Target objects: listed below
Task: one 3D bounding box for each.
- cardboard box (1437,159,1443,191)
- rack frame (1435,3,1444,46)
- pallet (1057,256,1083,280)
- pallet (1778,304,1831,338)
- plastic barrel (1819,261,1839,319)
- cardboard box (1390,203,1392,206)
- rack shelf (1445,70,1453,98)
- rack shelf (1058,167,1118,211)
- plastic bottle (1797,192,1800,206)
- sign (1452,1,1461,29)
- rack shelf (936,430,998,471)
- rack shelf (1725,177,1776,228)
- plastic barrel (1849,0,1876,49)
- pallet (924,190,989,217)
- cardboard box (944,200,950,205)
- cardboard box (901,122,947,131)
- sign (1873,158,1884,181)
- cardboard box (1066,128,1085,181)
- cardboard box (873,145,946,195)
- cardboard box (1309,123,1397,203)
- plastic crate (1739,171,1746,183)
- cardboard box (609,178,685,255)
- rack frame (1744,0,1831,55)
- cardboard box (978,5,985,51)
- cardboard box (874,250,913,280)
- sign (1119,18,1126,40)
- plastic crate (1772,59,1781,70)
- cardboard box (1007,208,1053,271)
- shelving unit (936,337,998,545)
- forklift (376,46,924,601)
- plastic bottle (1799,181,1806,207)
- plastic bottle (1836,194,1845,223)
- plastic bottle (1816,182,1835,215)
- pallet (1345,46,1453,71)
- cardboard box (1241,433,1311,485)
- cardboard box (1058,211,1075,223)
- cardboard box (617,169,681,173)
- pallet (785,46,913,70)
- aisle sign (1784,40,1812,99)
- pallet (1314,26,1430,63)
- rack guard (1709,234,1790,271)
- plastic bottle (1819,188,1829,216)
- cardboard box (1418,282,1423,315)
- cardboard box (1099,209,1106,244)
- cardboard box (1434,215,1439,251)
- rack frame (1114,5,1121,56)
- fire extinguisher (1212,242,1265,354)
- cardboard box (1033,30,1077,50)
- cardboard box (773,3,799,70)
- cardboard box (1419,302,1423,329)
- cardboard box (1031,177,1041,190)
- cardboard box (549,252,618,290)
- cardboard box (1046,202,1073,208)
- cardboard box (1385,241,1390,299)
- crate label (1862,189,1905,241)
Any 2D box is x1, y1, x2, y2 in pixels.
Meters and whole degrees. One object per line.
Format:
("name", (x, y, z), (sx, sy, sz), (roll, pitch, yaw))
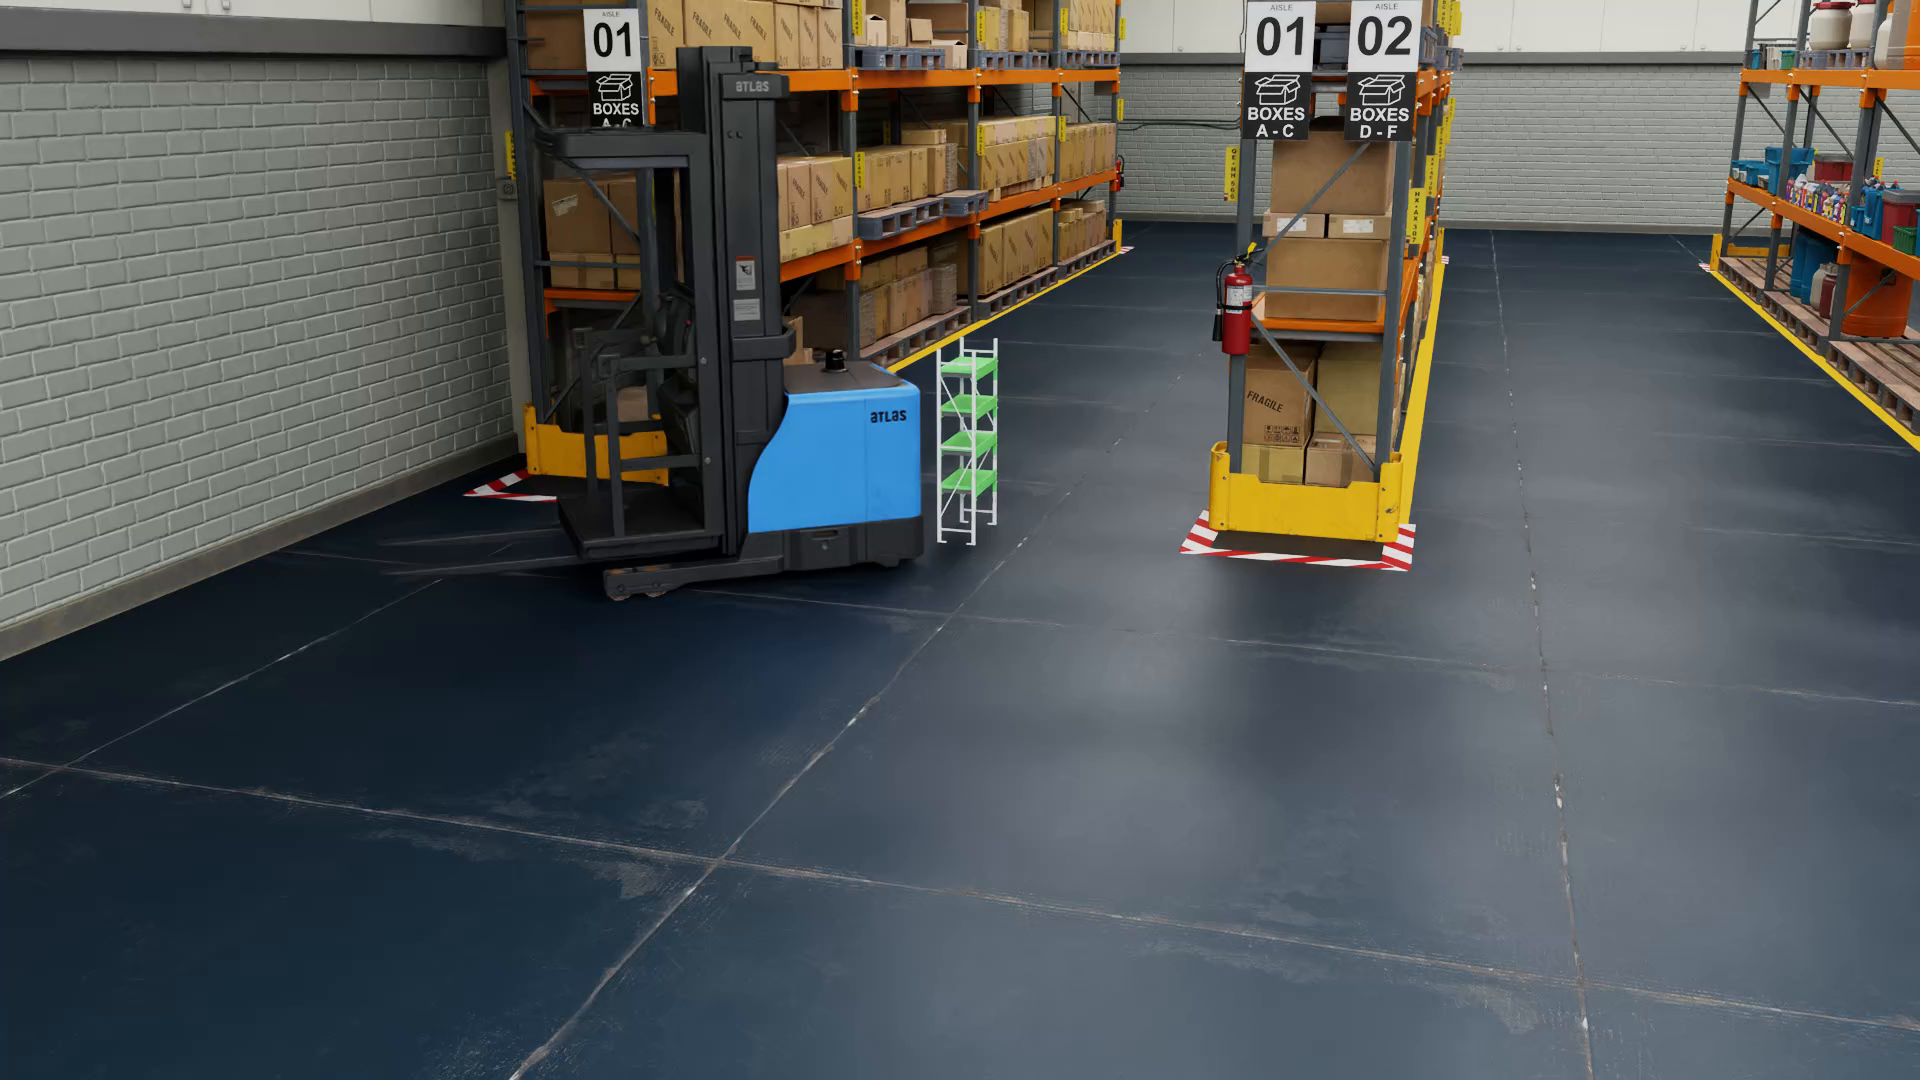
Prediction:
("cardboard box", (6.003, -4.819, 21.640), (0.500, 0.500, 0.500), (5, 17, 17))
("rack frame", (4.460, -6.499, 16.750), (1.000, 3.000, 0.127), (5, 16, 16))
("pallet", (1.137, -3.893, 23.669), (1.003, 0.211, 1.213), (5, 16, 16))
("pallet", (9.741, -2.413, 18.451), (1.003, 0.211, 1.213), (5, 16, 16))
("plastic barrel", (9.651, -2.694, 17.980), (0.600, 0.588, 0.708), (5, 16, 16))
("cardboard box", (2.723, -2.166, 11.096), (0.380, 0.149, 0.250), (4, 16, 15))
("rack shelf", (6.165, -6.279, 22.792), (1.077, 0.370, 4.000), (5, 16, 16))
("rack shelf", (1.414, -5.219, 24.552), (1.077, 0.370, 4.000), (5, 16, 16))
("plastic bottle", (9.629, -3.912, 18.988), (0.097, 0.201, 0.097), (0, 16, 0))
("sign", (6.130, -6.498, 20.576), (0.100, 0.325, 0.005), (5, 16, 16))
("rack shelf", (0.047, -0.559, 10.336), (0.258, 0.148, 0.480), (5, 16, 16))
("rack shelf", (10.913, -4.451, 21.843), (1.077, 0.370, 4.000), (5, 16, 16))
("plastic barrel", (9.567, -5.413, 17.402), (0.433, 0.535, 0.433), (0, 16, 0))
("pallet", (-0.391, -3.709, 18.259), (1.213, 0.211, 1.003), (5, 16, 16))
("cardboard box", (0.025, -3.953, 19.191), (0.380, 0.149, 0.250), (4, 16, 15))
("cardboard box", (-0.410, -4.696, 19.249), (0.500, 0.250, 0.500), (5, 17, 17))
("sign", (10.871, -4.364, 19.710), (0.100, 0.325, 0.005), (5, 16, 16))
("cardboard box", (1.229, -5.518, 23.736), (0.980, 0.700, 0.700), (4, 16, 14))
("cardboard box", (-0.548, -3.983, 17.886), (0.700, 0.500, 0.500), (3, 16, 11))
("cardboard box", (2.633, -2.597, 11.426), (0.700, 0.500, 0.500), (5, 16, 16))
("plastic crate", (10.732, -4.928, 22.581), (0.250, 0.136, 0.298), (5, 16, 16))
("cardboard box", (-2.140, -2.302, 11.814), (0.500, 0.500, 0.500), (5, 16, 16))
("rack frame", (11.481, -8.206, 22.771), (1.000, 3.000, 0.127), (5, 16, 16))
("cardboard box", (-0.108, -5.972, 19.402), (0.700, 0.500, 0.500), (4, 16, 13))
("cardboard box", (-0.809, -2.894, 17.435), (0.500, 0.250, 0.500), (5, 16, 16))
("sign", (2.499, -7.874, 25.618), (0.100, 0.325, 0.005), (5, 16, 16))
("plastic crate", (10.341, -5.952, 20.804), (0.293, 0.136, 0.466), (5, 16, 16))
("cardboard box", (0.786, -4.030, 22.210), (0.750, 0.750, 0.750), (5, 17, 17))
("shelving unit", (0.047, -0.621, 10.318), (0.258, 1.200, 0.503), (5, 16, 16))
("forklift", (-1.786, -1.239, 9.325), (3.031, 2.935, 1.130), (-6, 17, -19))
("plastic bottle", (9.579, -3.922, 18.875), (0.061, 0.283, 0.133), (5, 16, 16))
("plastic bottle", (8.979, -3.370, 16.929), (0.061, 0.283, 0.133), (5, 16, 16))
("plastic bottle", (9.324, -3.680, 17.897), (0.144, 0.351, 0.185), (5, 16, 16))
("pallet", (4.038, -4.487, 15.502), (1.003, 0.211, 1.213), (5, 17, 18))
("cardboard box", (2.055, -0.562, 11.083), (0.500, 0.250, 0.500), (5, 16, 16))
("cardboard box", (1.429, -4.617, 23.732), (0.380, 0.149, 0.250), (5, 17, 18))
("cardboard box", (-2.339, -2.607, 12.888), (0.500, 0.500, 0.500), (4, 16, 14))
("pallet", (-1.150, -4.455, 15.386), (1.213, 0.211, 1.003), (5, 16, 16))
("aisle sign", (11.783, -6.567, 23.221), (0.394, 0.787, 0.004), (5, 16, 16))
("pallet", (2.412, -3.103, 10.437), (1.003, 0.211, 1.213), (5, 16, 16))
("rack guard", (11.476, -4.125, 23.957), (1.175, 0.500, 0.348), (5, 16, 16))
("plastic bottle", (9.239, -3.609, 17.771), (0.061, 0.283, 0.133), (5, 16, 16))
("cardboard box", (4.406, -2.469, 16.778), (0.500, 0.311, 0.500), (4, 16, 15))
("cardboard box", (1.880, -4.897, 25.909), (0.700, 0.500, 0.500), (5, 16, 16))
("cardboard box", (6.815, -4.553, 24.660), (0.500, 0.500, 0.500), (5, 16, 16))
("rack frame", (1.983, -8.975, 25.480), (1.000, 3.000, 0.127), (5, 16, 16))
("fire extinguisher", (1.707, -1.487, 10.218), (0.296, 0.674, 0.183), (5, 16, 16))
("cardboard box", (1.295, -6.823, 22.714), (0.500, 0.250, 0.500), (5, 16, 16))
("cardboard box", (-1.611, -4.019, 13.286), (0.500, 0.500, 0.500), (4, 16, 14))
("cardboard box", (4.544, -2.335, 17.334), (0.500, 0.250, 0.500), (5, 17, 17))
("cardboard box", (0.837, -4.615, 21.525), (0.380, 0.149, 0.250), (5, 16, 16))
("cardboard box", (-2.617, -1.977, 12.042), (0.500, 0.250, 0.500), (5, 17, 17))
("cardboard box", (1.509, -5.059, 25.292), (0.380, 0.149, 0.250), (5, 17, 16))
("cardboard box", (2.623, -1.956, 11.545), (0.700, 0.500, 0.500), (5, 17, 16))
("crate label", (8.666, -3.005, 15.363), (0.502, 0.435, 0.616), (5, 16, 16))
